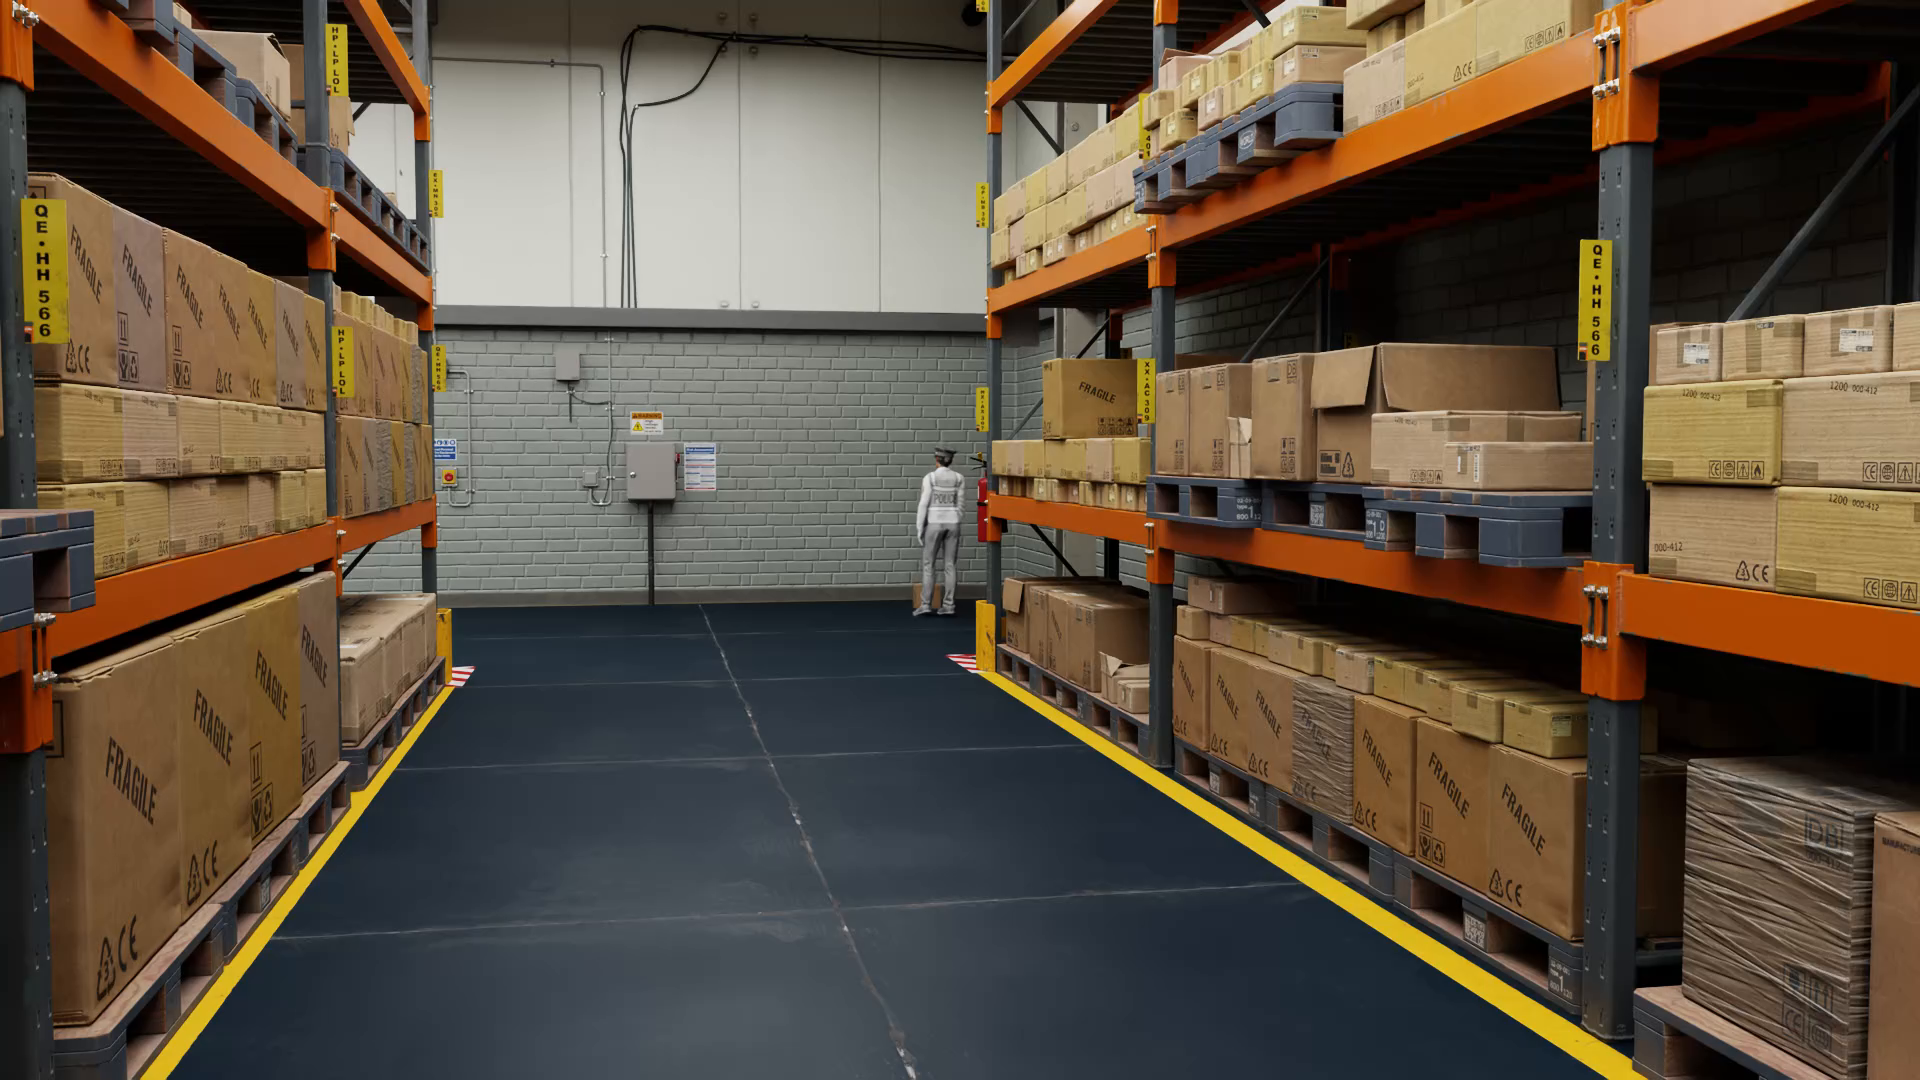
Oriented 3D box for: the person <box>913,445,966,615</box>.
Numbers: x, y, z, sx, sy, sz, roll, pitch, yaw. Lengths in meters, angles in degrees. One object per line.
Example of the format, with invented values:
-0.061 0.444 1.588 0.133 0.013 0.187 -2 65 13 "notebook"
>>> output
-0.202 -0.087 16.341 0.508 1.697 0.480 -1 3 -19 "person"
